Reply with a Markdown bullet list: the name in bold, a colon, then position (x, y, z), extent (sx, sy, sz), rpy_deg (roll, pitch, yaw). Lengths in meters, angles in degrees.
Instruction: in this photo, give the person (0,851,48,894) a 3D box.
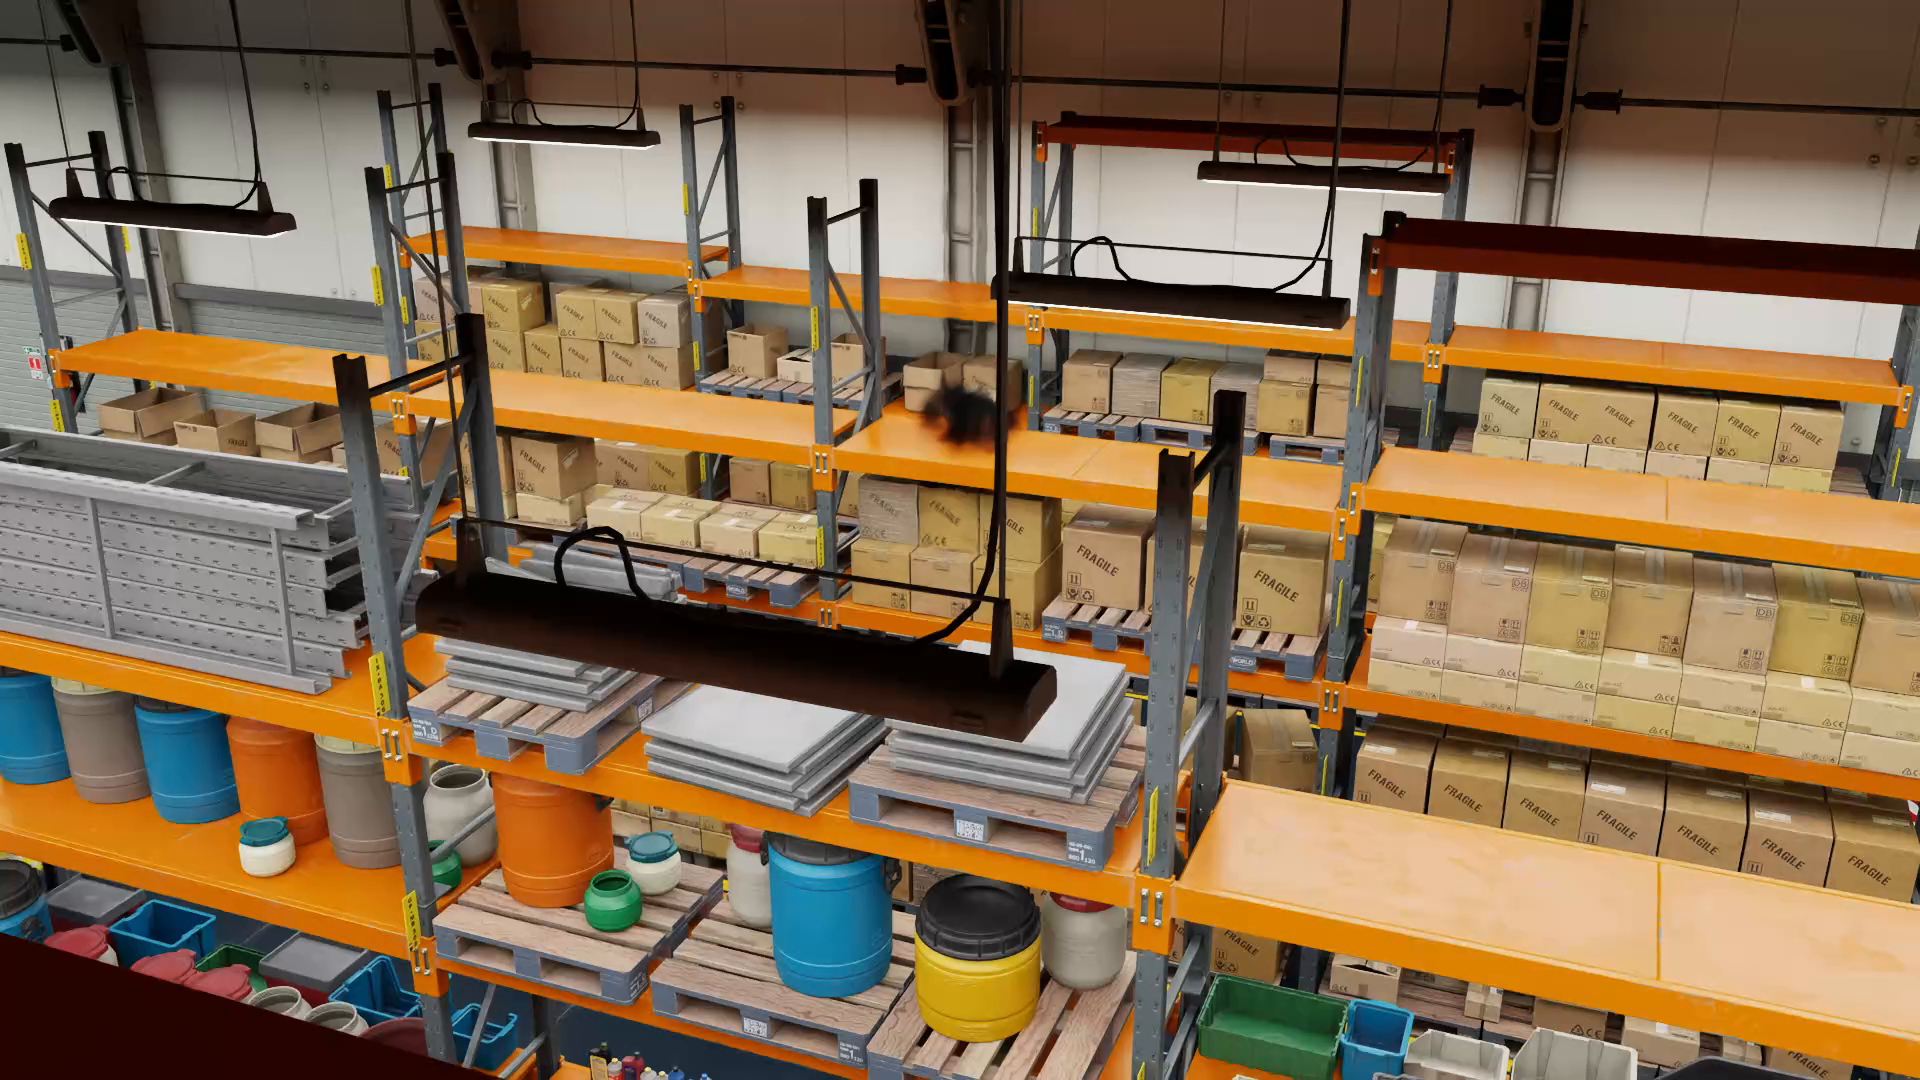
- **person**: position (-7.386, 2.569, 13.133), extent (0.716, 1.786, 0.757), rpy_deg (17, 27, 38)
